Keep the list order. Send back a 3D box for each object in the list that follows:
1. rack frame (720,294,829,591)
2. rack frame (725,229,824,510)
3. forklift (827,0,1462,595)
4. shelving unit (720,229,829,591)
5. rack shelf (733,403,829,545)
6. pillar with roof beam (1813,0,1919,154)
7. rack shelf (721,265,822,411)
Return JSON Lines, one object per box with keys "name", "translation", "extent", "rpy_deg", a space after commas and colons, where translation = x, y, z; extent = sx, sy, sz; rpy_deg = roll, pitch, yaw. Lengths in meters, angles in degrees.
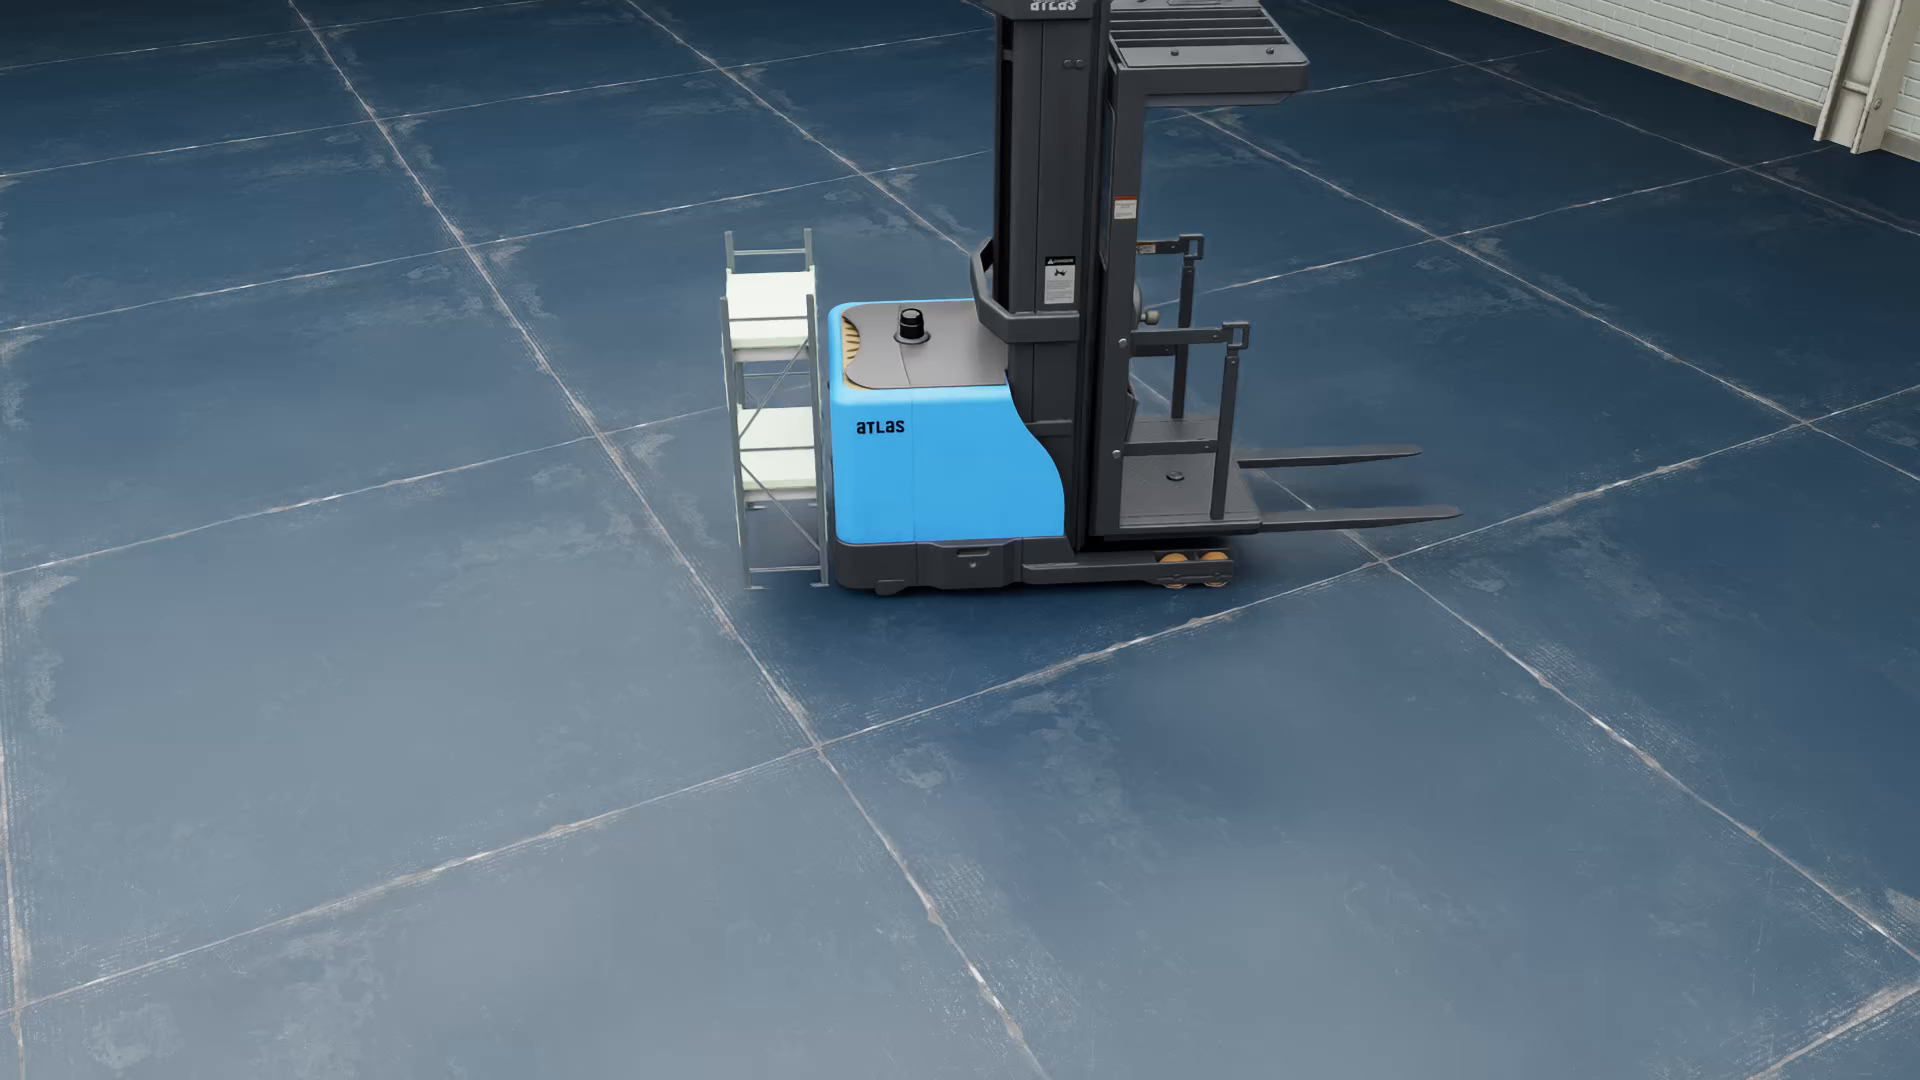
{"name": "rack frame", "translation": [-0.824, -0.407, 7.495], "extent": [0.400, 1.500, 0.023], "rpy_deg": [-3, 33, -4]}
{"name": "rack frame", "translation": [-0.888, -0.800, 8.109], "extent": [0.400, 1.500, 0.023], "rpy_deg": [-3, 33, -4]}
{"name": "forklift", "translation": [0.892, -1.286, 7.540], "extent": [3.031, 2.935, 1.130], "rpy_deg": [-2, 33, -4]}
{"name": "shelving unit", "translation": [-0.856, -0.604, 7.802], "extent": [0.431, 1.500, 0.755], "rpy_deg": [-3, 33, -4]}
{"name": "rack shelf", "translation": [-0.856, -0.329, 7.978], "extent": [0.431, 0.370, 0.720], "rpy_deg": [-3, 33, -4]}
{"name": "pillar with roof beam", "translation": [3.206, -5.842, 9.027], "extent": [9.100, 9.000, 0.400], "rpy_deg": [-16, 36, -23]}
{"name": "rack shelf", "translation": [-0.856, -0.932, 7.591], "extent": [0.431, 0.370, 0.720], "rpy_deg": [-3, 33, -4]}
